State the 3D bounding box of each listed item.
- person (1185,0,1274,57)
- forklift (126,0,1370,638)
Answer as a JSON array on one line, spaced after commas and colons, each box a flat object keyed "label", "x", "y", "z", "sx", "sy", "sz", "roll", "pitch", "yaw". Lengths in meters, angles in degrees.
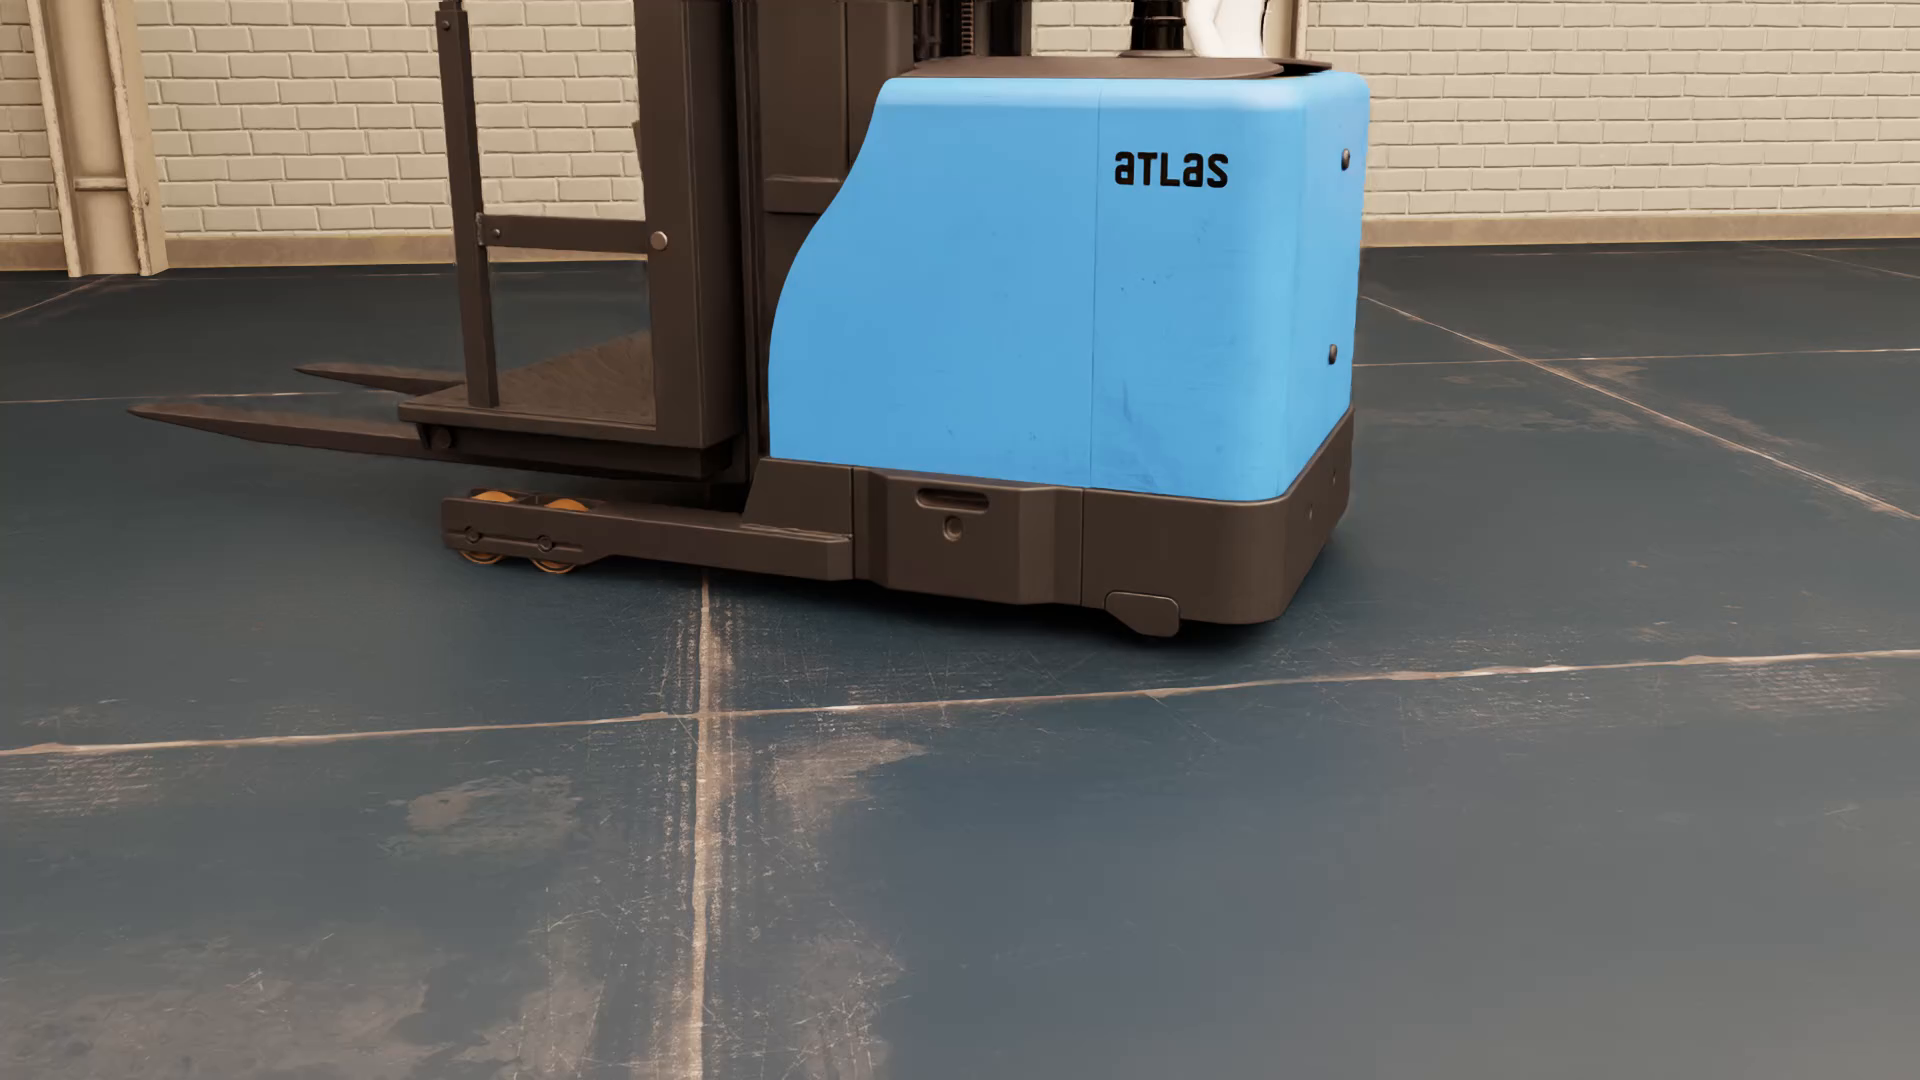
[{"label": "person", "x": 1.266, "y": -1.871, "z": 7.095, "sx": 0.561, "sy": 1.777, "sz": 0.749, "roll": 5, "pitch": 17, "yaw": 16}, {"label": "forklift", "x": -0.634, "y": -1.461, "z": 3.734, "sx": 3.031, "sy": 2.935, "sz": 1.130, "roll": 6, "pitch": 18, "yaw": 20}]
